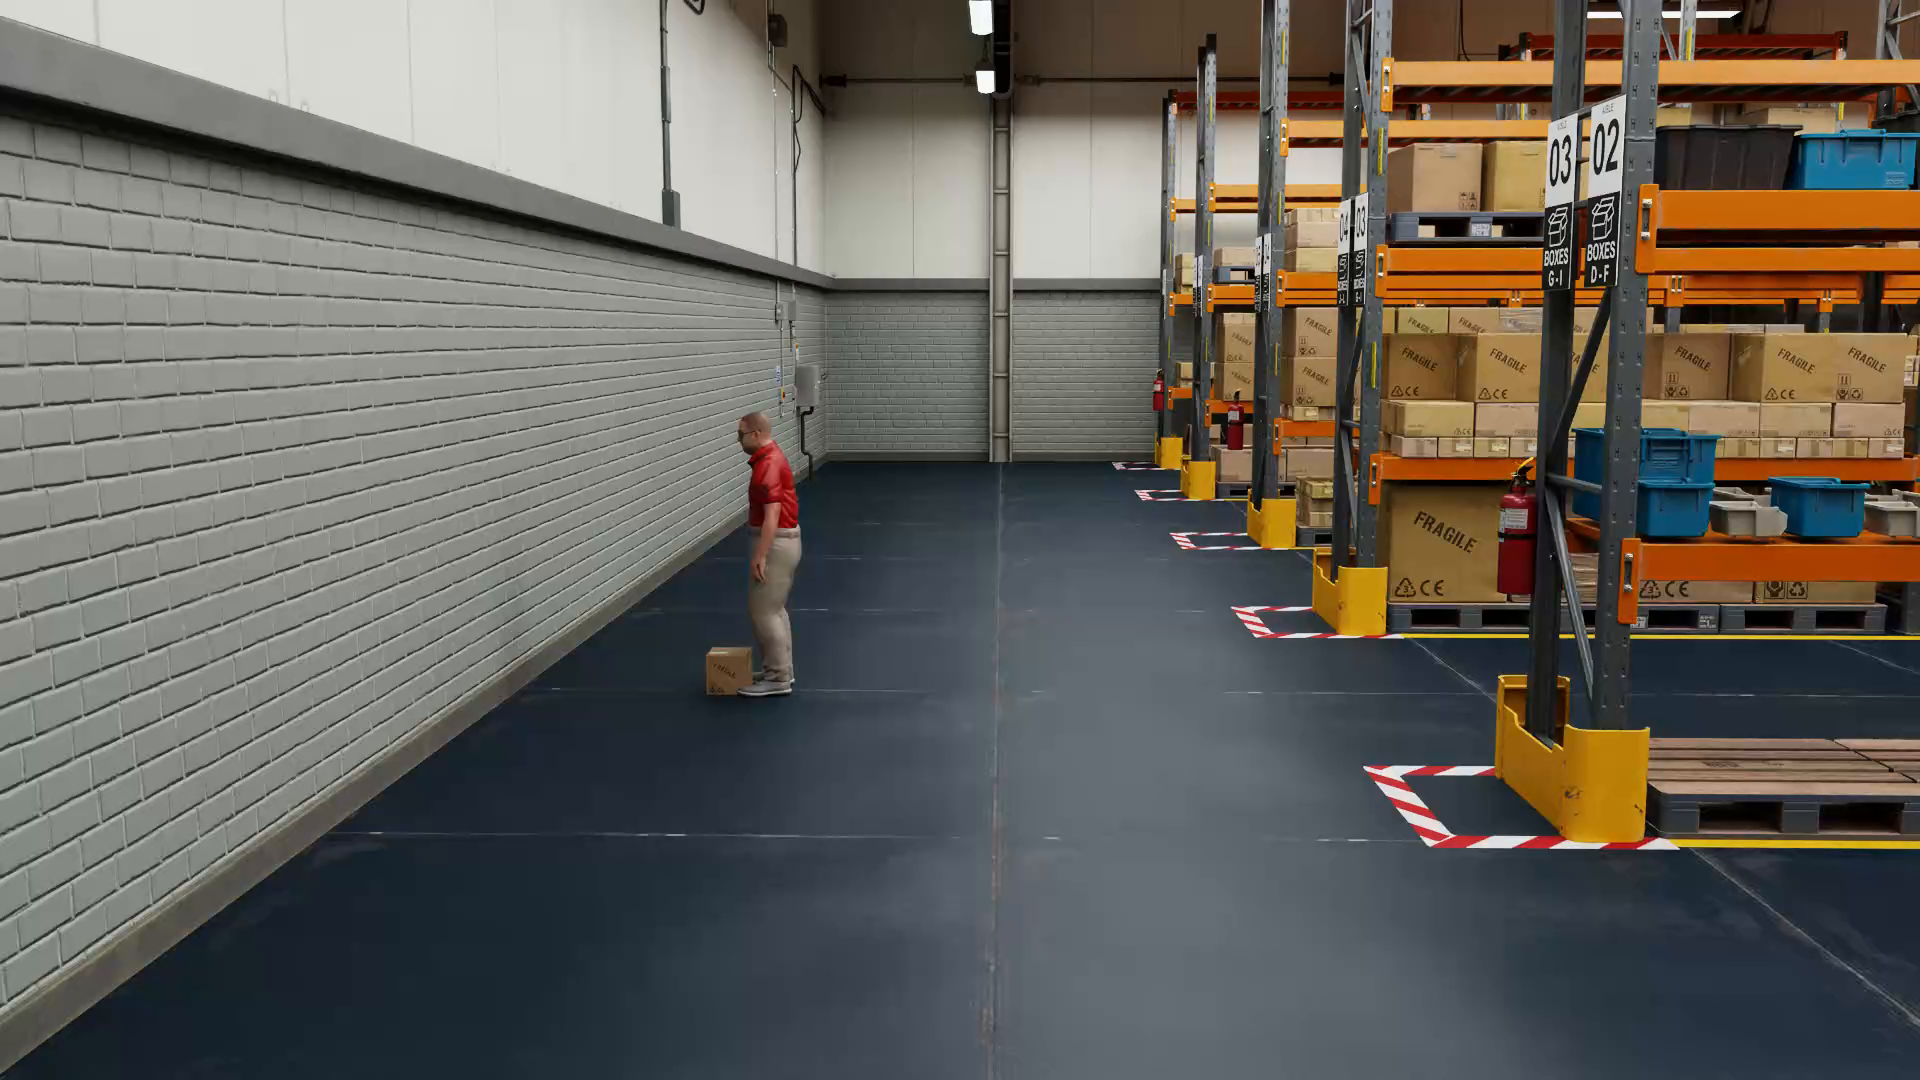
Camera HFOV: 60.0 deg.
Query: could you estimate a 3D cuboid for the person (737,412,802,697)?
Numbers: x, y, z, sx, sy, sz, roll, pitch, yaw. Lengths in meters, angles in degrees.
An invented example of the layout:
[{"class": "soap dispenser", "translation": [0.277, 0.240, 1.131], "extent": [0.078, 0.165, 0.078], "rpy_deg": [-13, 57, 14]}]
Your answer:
[{"class": "person", "translation": [-1.174, 0.121, 10.211], "extent": [0.386, 1.638, 0.590], "rpy_deg": [0, 7, 1]}]
